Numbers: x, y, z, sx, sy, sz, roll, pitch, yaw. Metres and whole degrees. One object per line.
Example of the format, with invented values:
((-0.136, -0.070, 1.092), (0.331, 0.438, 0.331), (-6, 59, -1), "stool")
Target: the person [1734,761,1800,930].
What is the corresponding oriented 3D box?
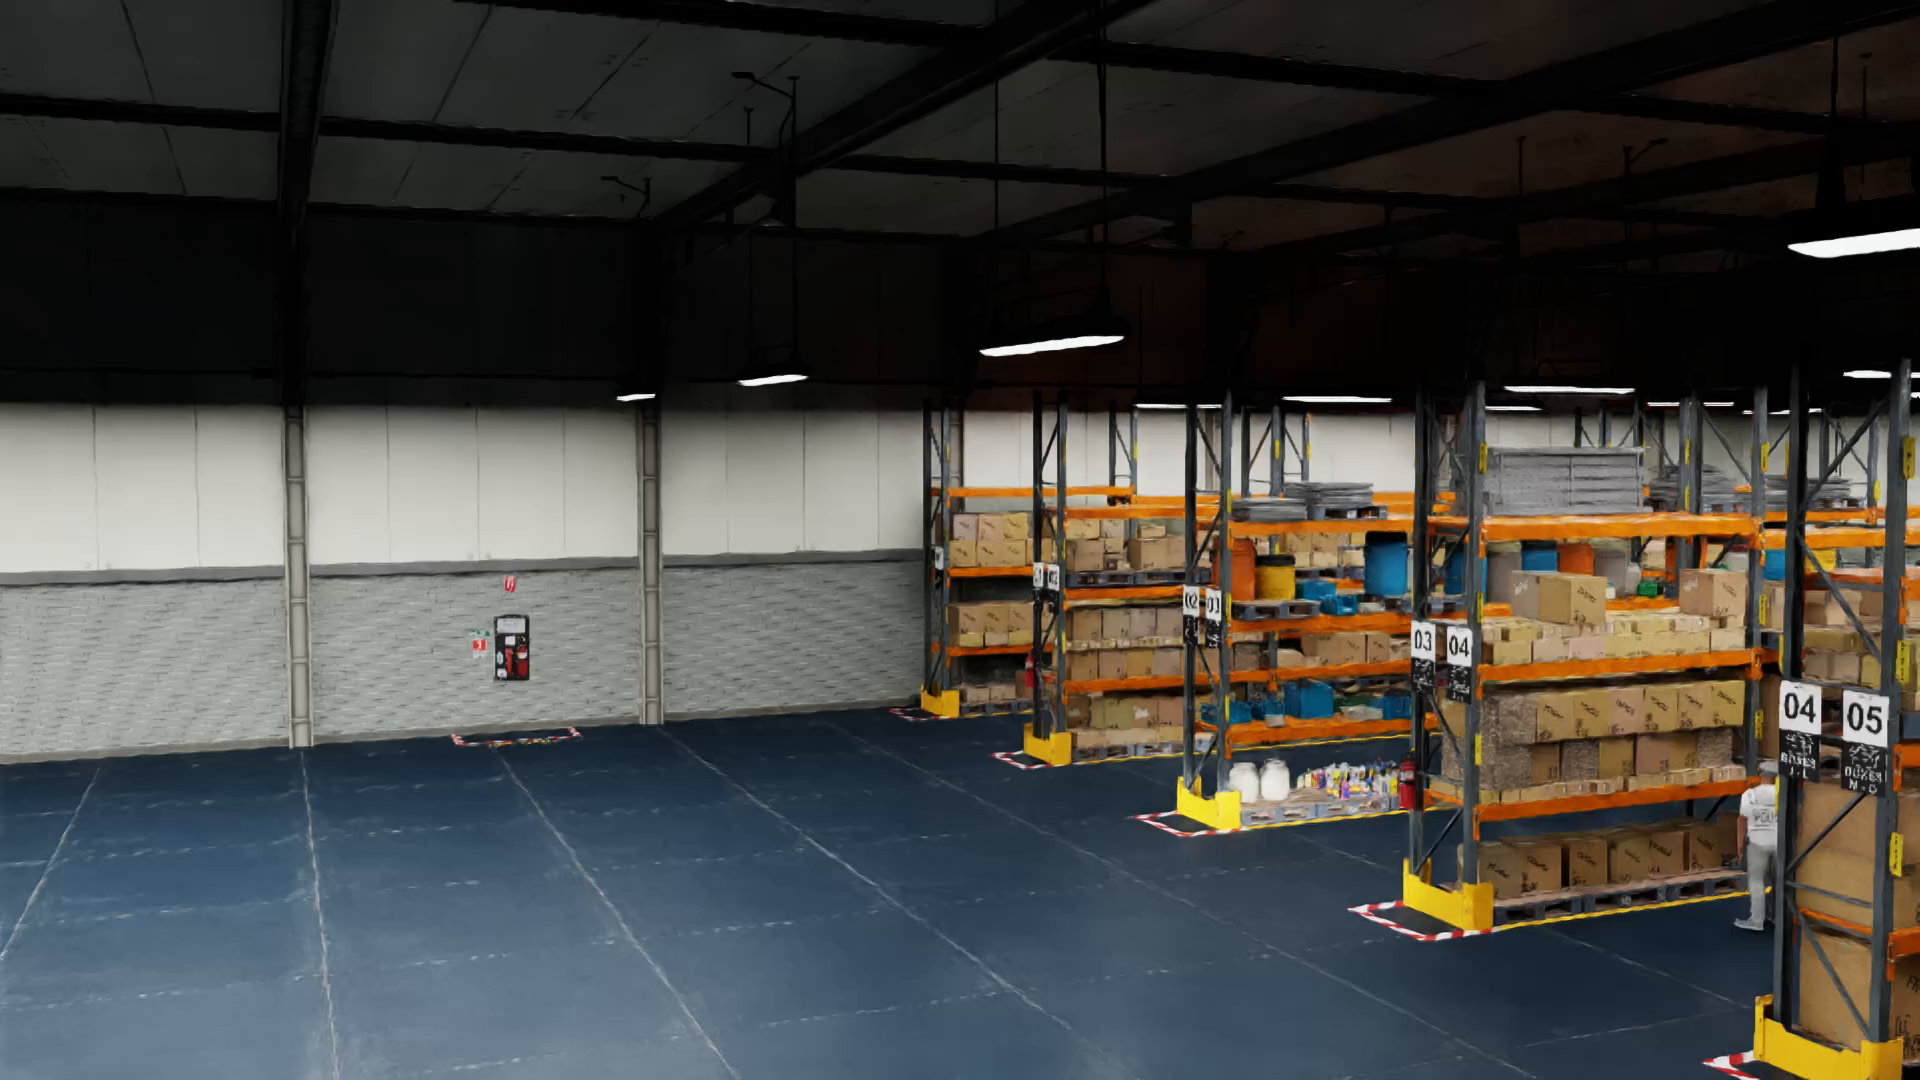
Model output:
((8.587, 3.233, 17.690), (0.654, 1.748, 0.578), (1, 3, 10), "person")
